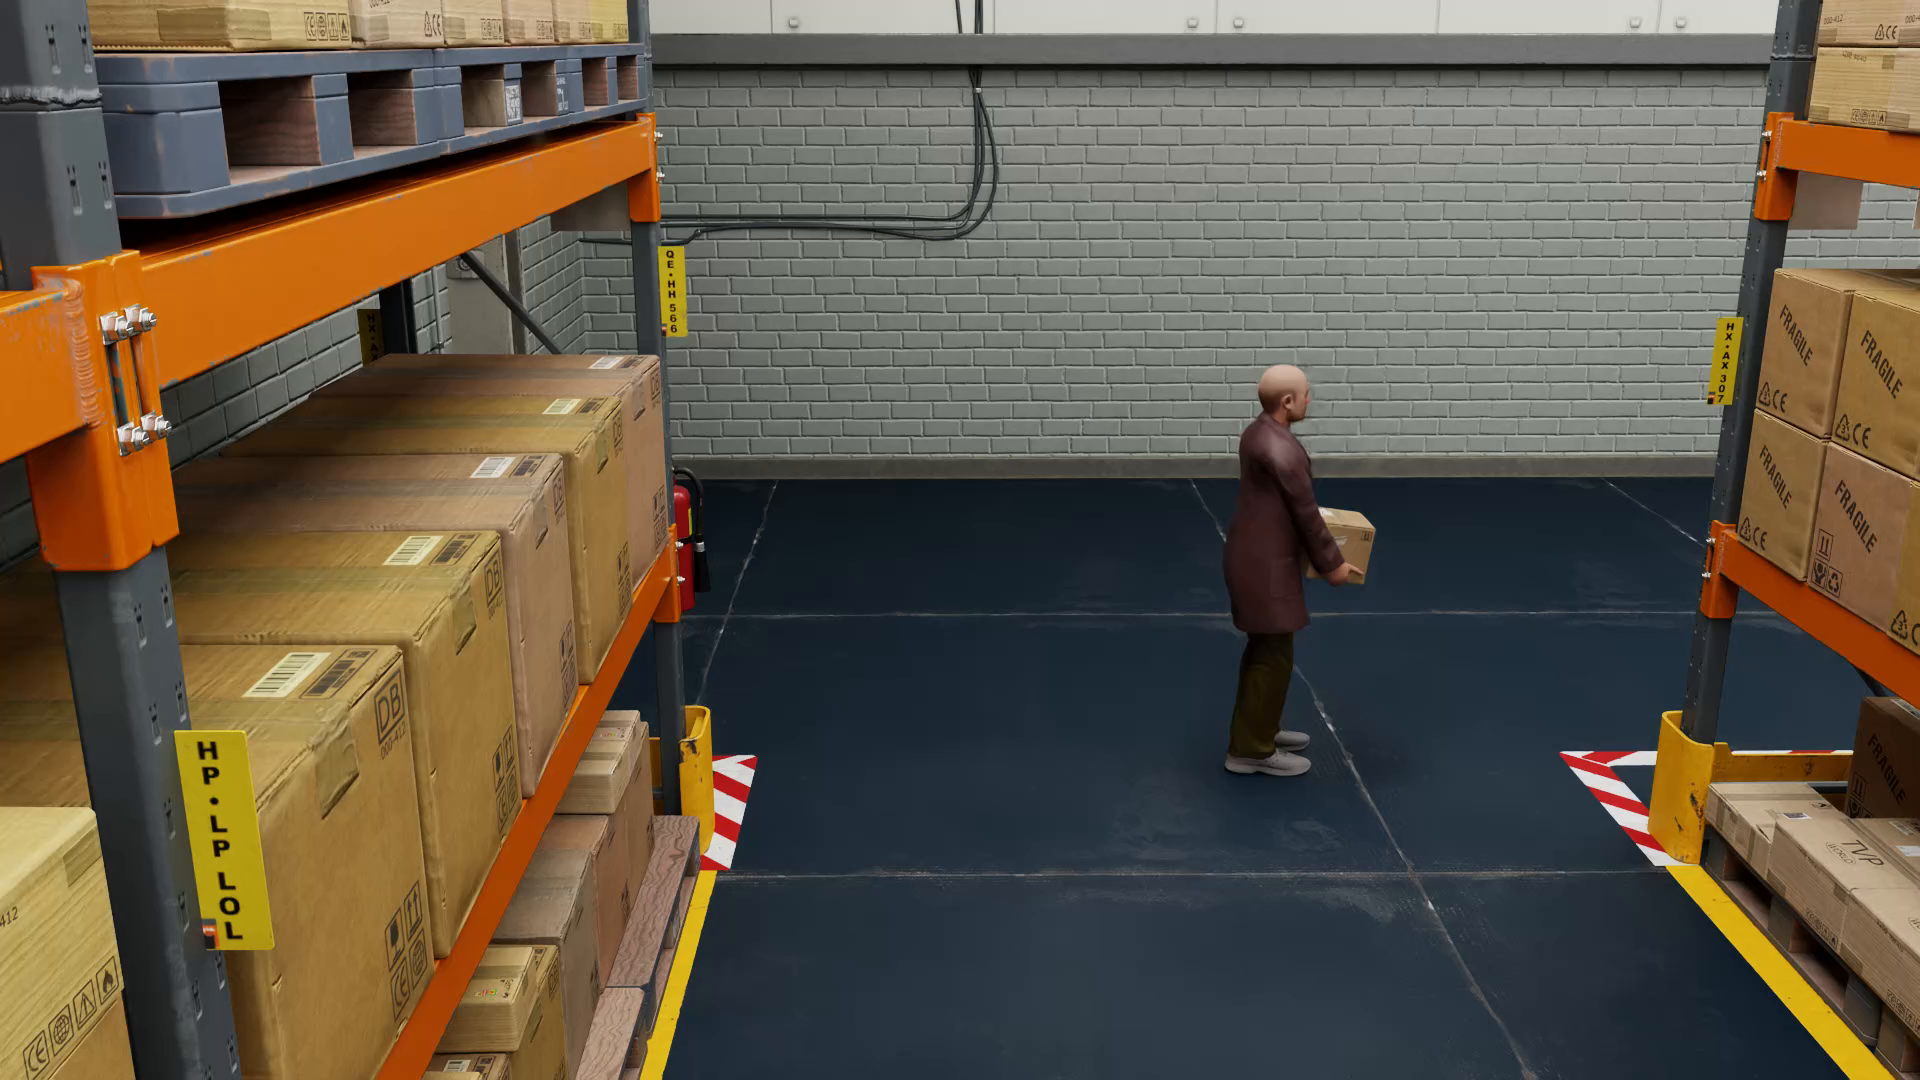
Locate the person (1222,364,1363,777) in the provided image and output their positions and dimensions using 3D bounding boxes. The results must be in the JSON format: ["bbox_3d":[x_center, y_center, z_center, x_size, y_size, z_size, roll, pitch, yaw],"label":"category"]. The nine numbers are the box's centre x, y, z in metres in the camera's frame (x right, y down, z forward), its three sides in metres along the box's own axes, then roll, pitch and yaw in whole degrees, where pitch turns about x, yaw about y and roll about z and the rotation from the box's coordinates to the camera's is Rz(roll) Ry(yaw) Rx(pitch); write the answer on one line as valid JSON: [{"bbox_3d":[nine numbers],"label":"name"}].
[{"bbox_3d":[1.418,0.126,7.162,0.569,1.779,0.528,-1,17,-2],"label":"person"}]
